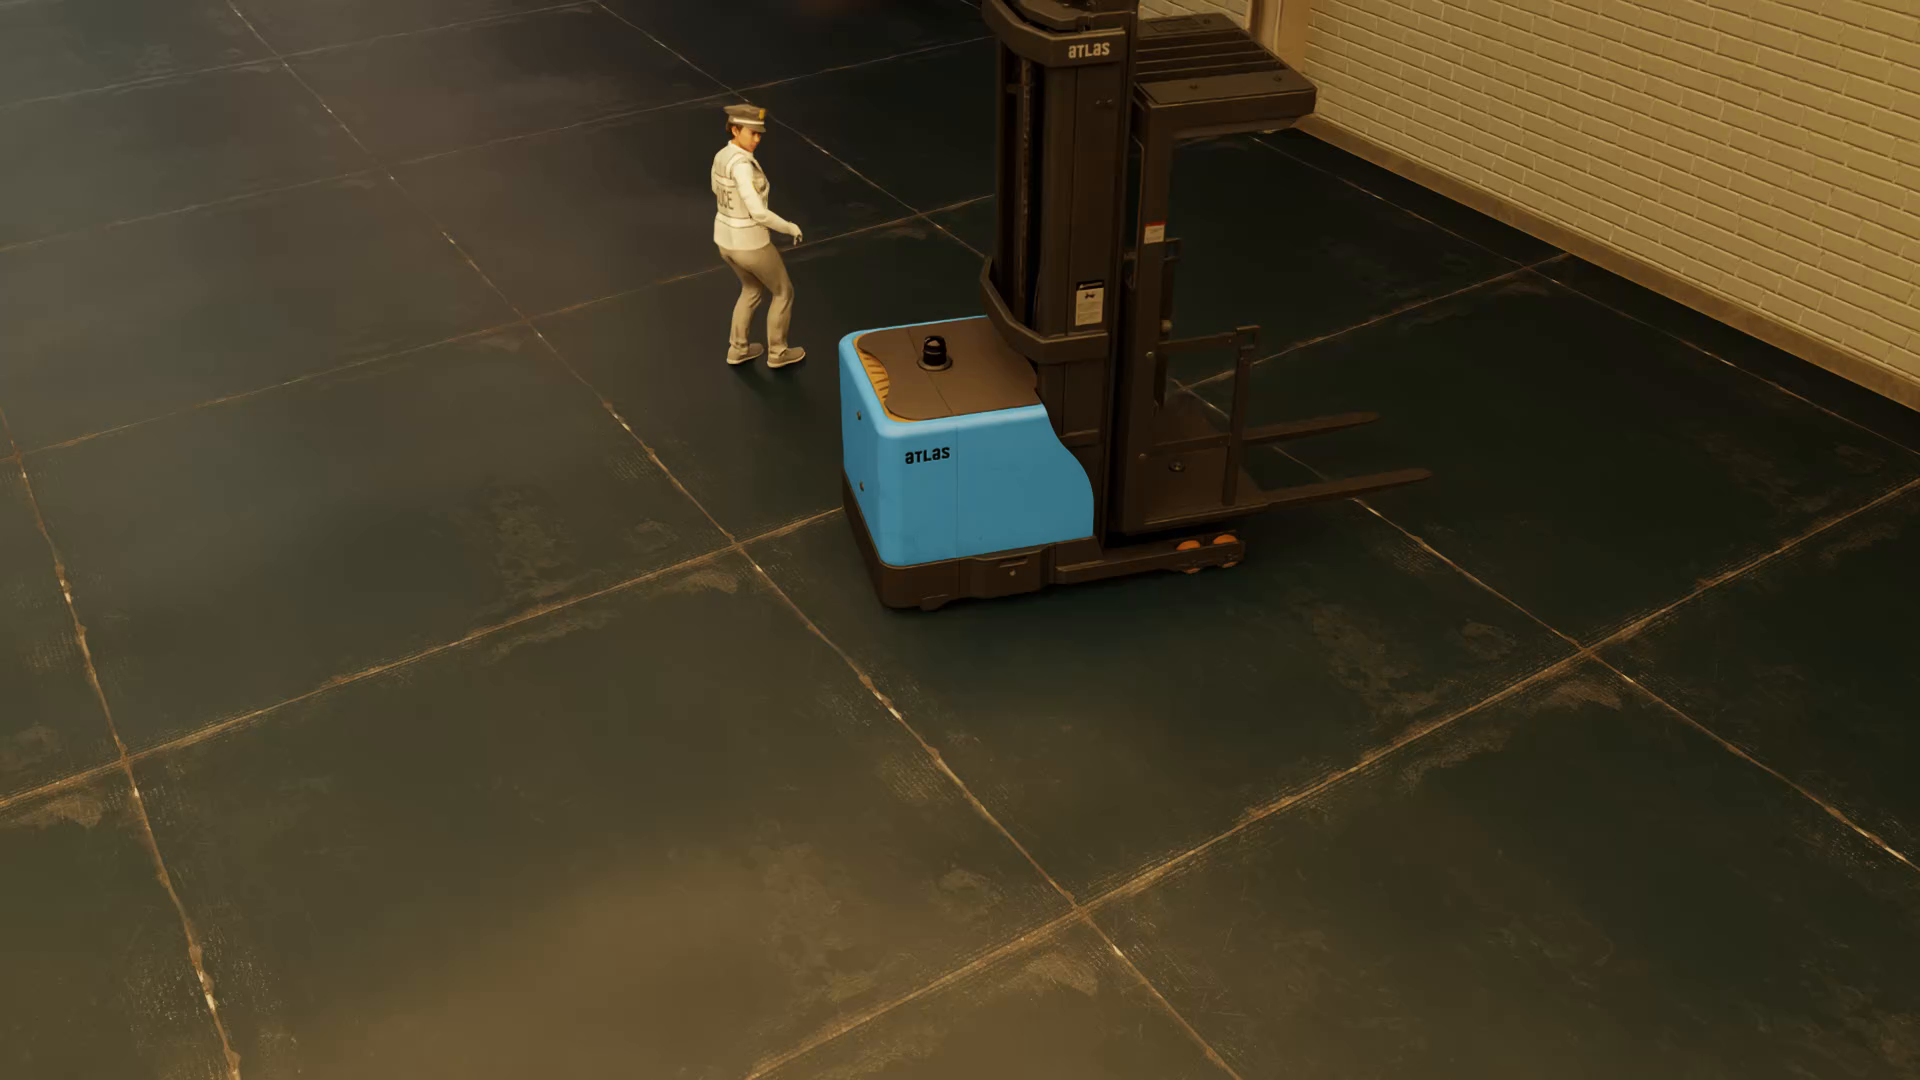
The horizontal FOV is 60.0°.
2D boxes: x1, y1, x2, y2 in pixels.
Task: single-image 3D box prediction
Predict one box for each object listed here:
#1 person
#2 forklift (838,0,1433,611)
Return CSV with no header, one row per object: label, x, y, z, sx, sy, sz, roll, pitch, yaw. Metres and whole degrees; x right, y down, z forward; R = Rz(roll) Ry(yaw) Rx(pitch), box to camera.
person,-1.226,-1.782,9.836,0.482,1.632,0.712,-23,41,-29
forklift,0.955,-1.315,8.020,3.031,2.935,1.130,-9,36,-12
